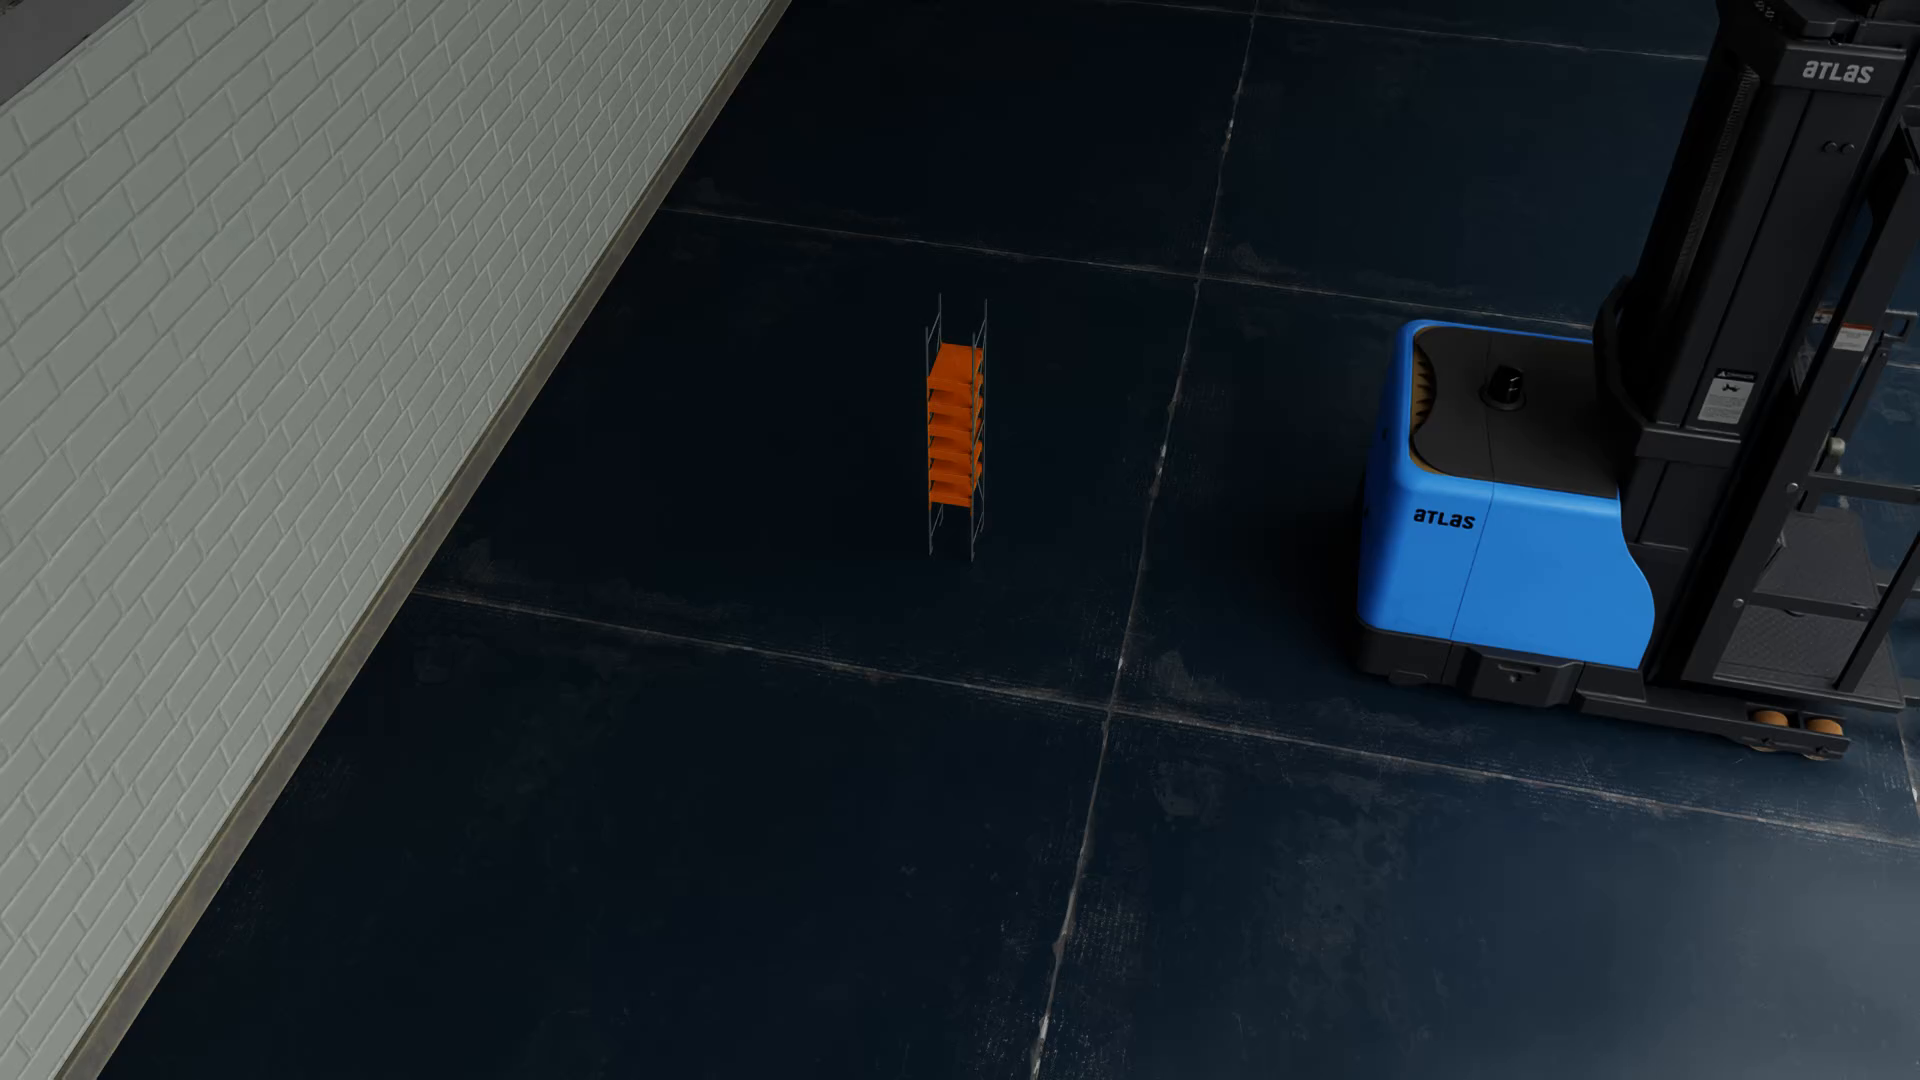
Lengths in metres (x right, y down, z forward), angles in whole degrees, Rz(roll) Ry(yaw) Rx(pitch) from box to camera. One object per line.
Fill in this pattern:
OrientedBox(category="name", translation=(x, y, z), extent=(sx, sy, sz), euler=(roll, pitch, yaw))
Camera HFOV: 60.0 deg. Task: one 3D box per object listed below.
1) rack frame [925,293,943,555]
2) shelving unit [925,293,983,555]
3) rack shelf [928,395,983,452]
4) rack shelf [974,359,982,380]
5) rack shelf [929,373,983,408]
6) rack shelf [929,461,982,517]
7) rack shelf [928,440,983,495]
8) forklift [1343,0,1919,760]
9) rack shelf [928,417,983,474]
OrientedBox(category="rack frame", translation=(-0.103, -0.448, 6.811), extent=(0.006, 1.200, 0.240), euler=(9, 45, 9))
OrientedBox(category="shelving unit", translation=(-0.016, -0.435, 6.797), extent=(0.184, 1.200, 0.258), euler=(9, 45, 9))
OrientedBox(category="rack shelf", translation=(-0.014, -0.489, 6.744), extent=(0.180, 0.103, 0.258), euler=(9, 45, 9))
OrientedBox(category="rack shelf", translation=(-0.014, -0.676, 6.564), extent=(0.166, 0.020, 0.199), euler=(9, 45, 9))
OrientedBox(category="rack shelf", translation=(-0.014, -0.595, 6.642), extent=(0.171, 0.034, 0.221), euler=(9, 45, 9))
OrientedBox(category="rack shelf", translation=(-0.014, -0.230, 6.993), extent=(0.180, 0.103, 0.258), euler=(9, 45, 9))
OrientedBox(category="rack shelf", translation=(-0.014, -0.316, 6.910), extent=(0.180, 0.103, 0.258), euler=(9, 45, 9))
OrientedBox(category="forklift", translation=(3.102, -0.575, 5.790), extent=(3.031, 2.797, 1.129), euler=(9, 45, 9))
OrientedBox(category="rack shelf", translation=(-0.014, -0.402, 6.827), extent=(0.180, 0.103, 0.258), euler=(9, 45, 9))
